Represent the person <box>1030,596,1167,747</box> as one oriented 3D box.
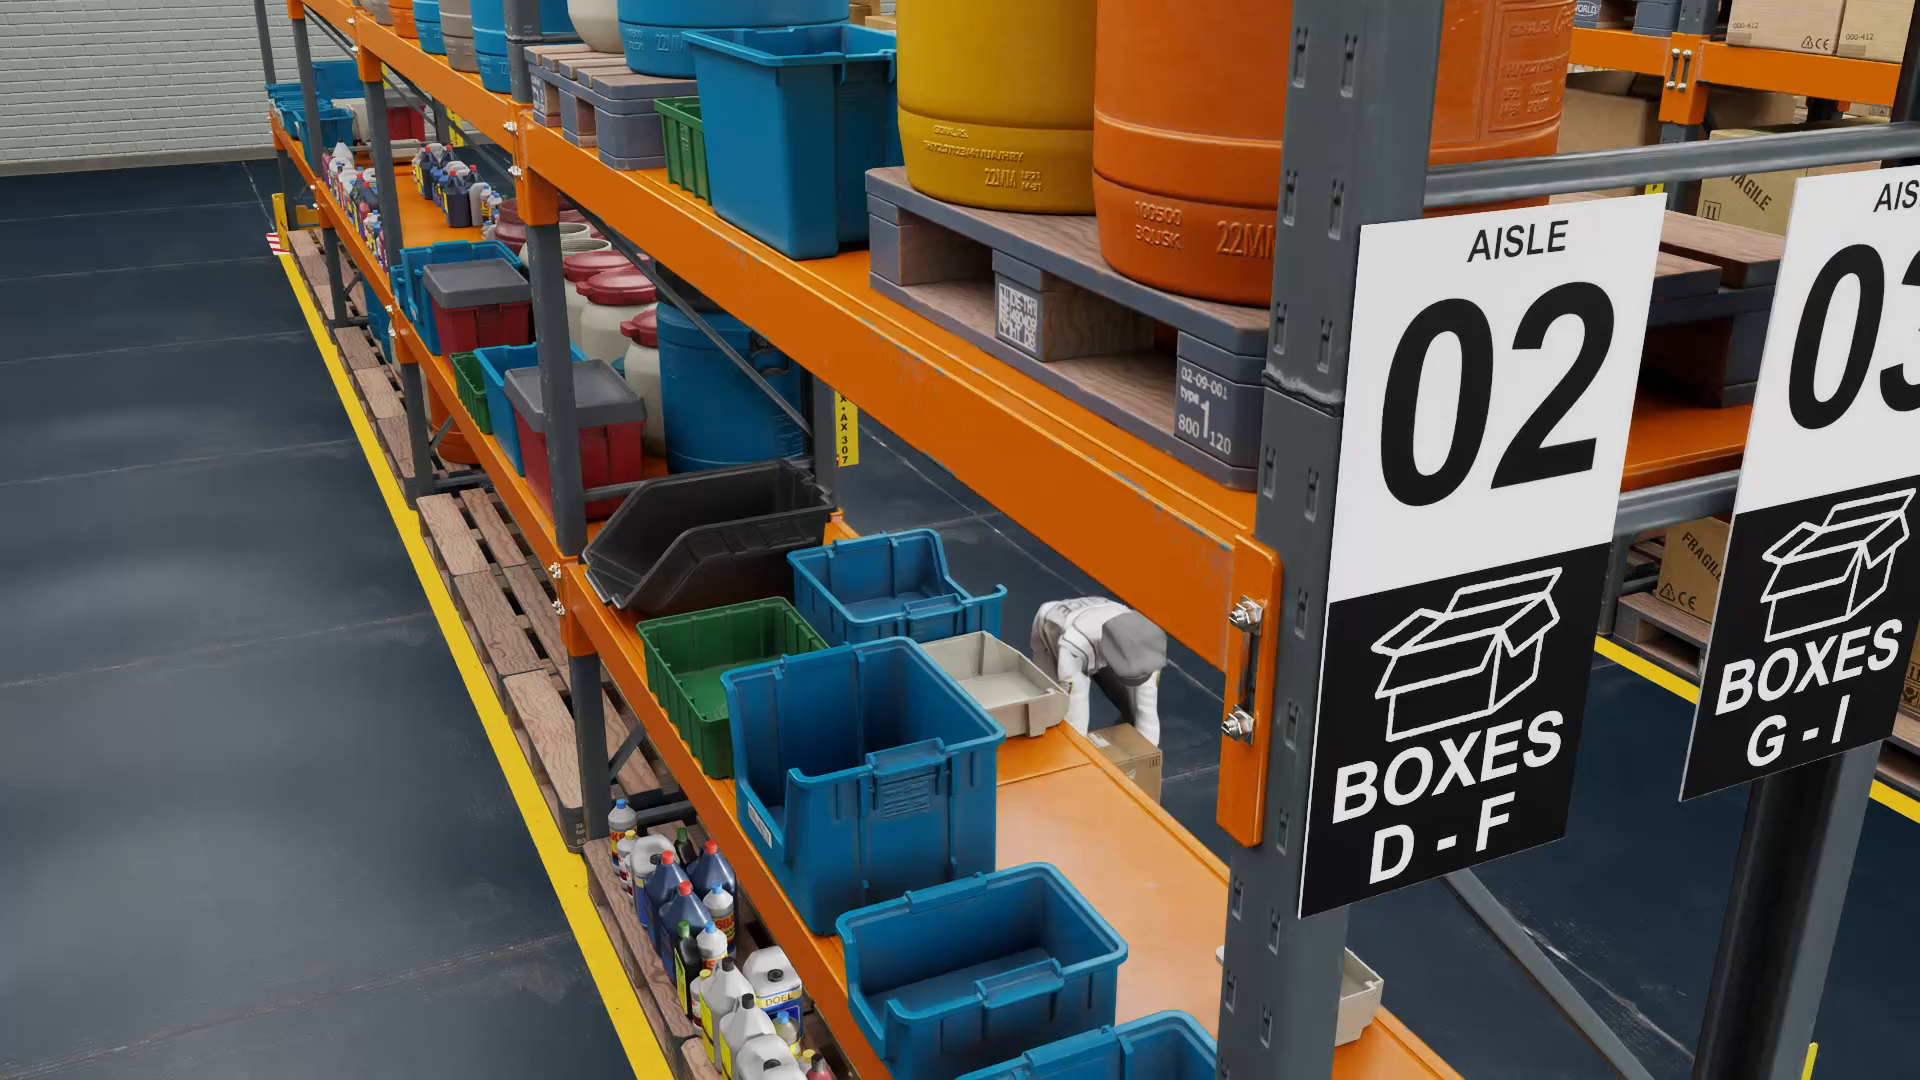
[{"bbox_3d":[0.548,0.615,6.505,0.459,0.976,0.898,-5,23,-11],"label":"person"}]
